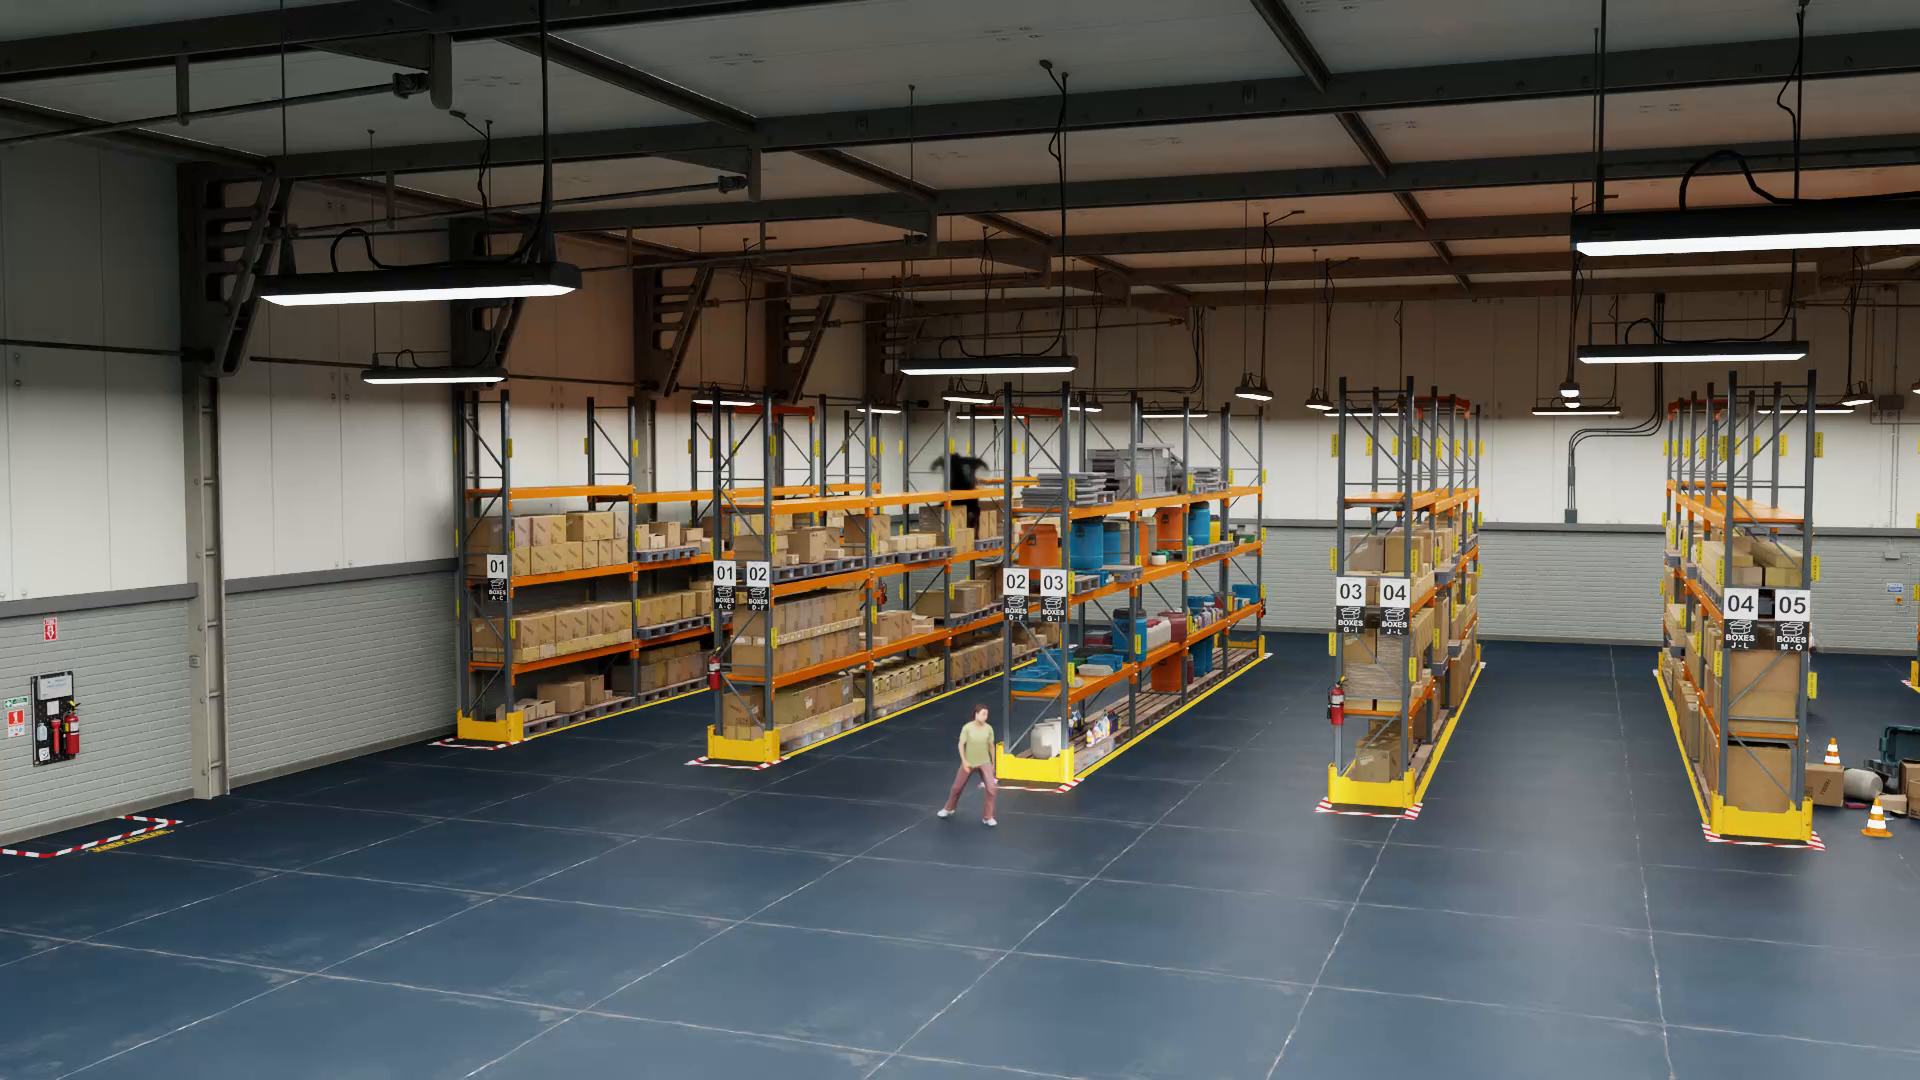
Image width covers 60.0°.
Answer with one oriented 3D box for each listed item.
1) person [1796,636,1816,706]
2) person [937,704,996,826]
[{"bbox_3d":[16.234,2.378,32.193,0.703,1.712,0.751,0,3,8],"label":"person"},{"bbox_3d":[0.088,2.973,22.230,0.754,1.608,0.693,0,3,-7],"label":"person"}]
